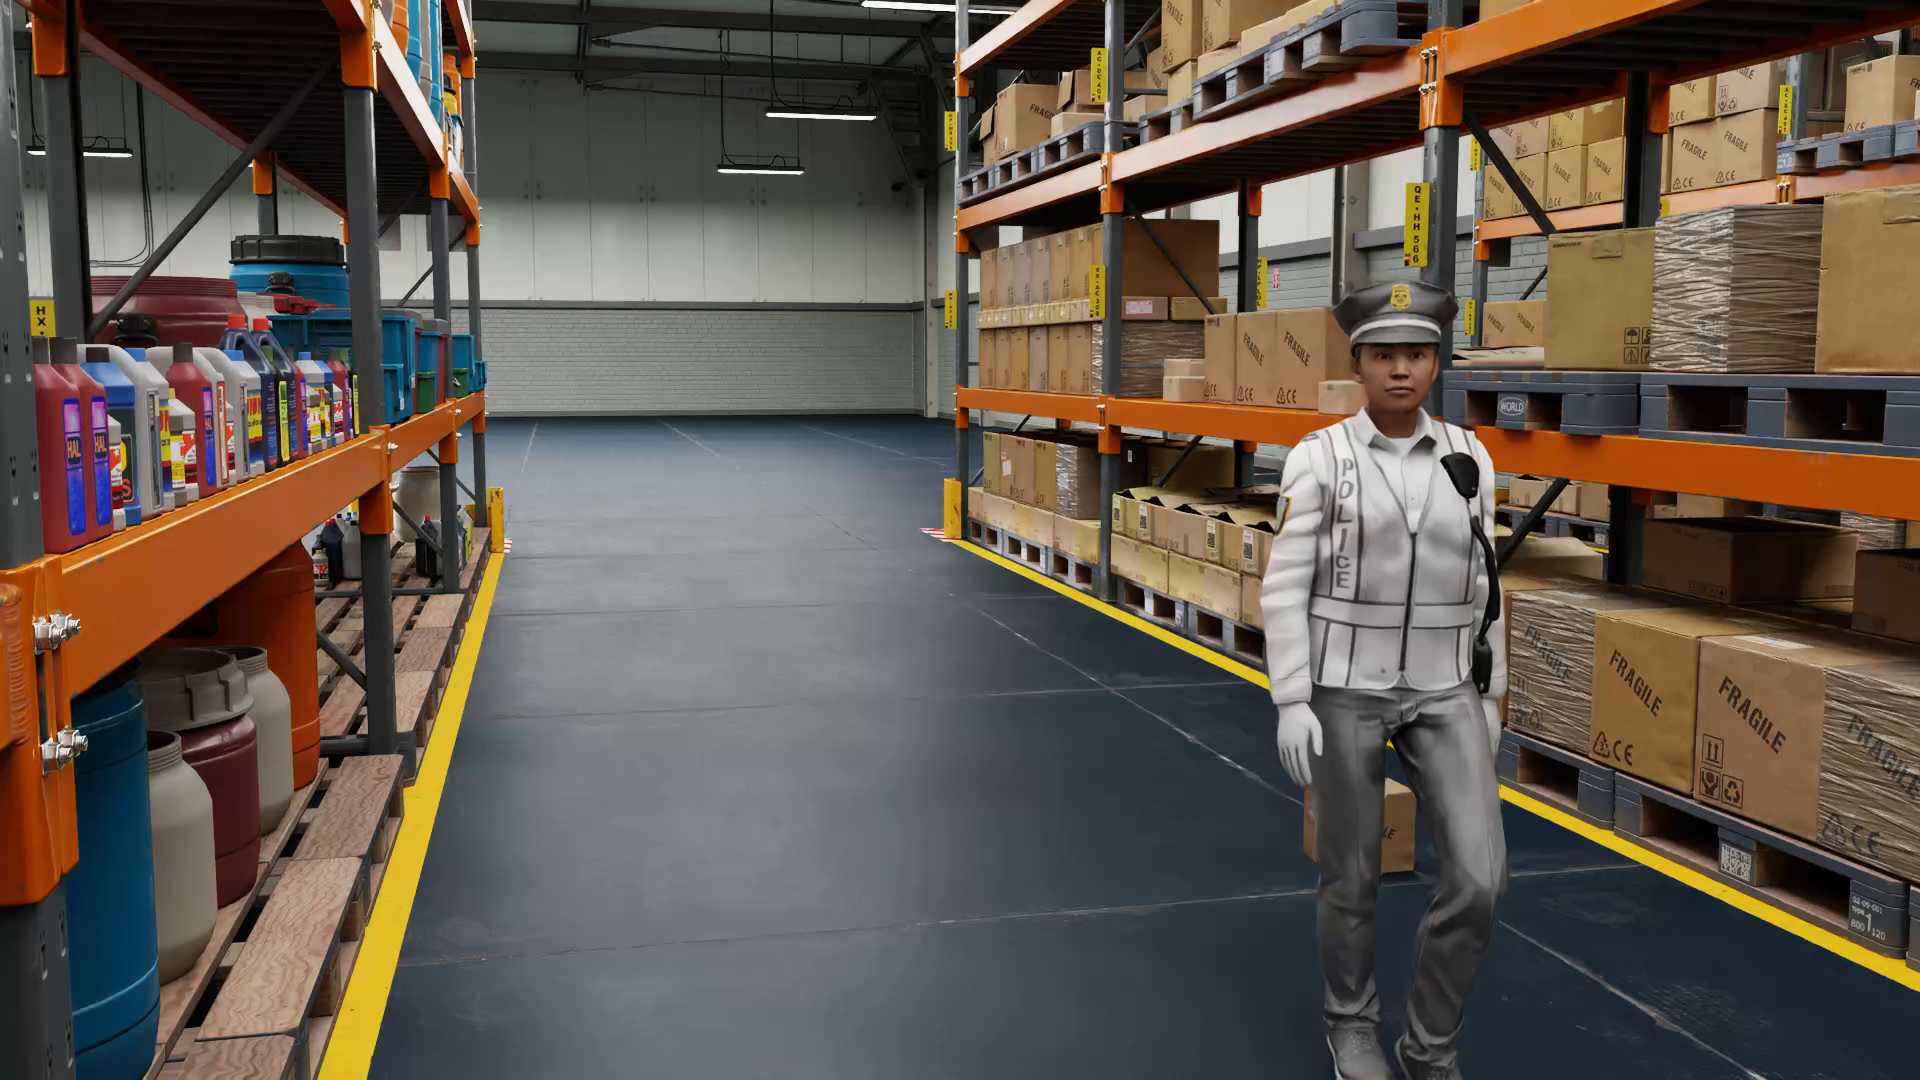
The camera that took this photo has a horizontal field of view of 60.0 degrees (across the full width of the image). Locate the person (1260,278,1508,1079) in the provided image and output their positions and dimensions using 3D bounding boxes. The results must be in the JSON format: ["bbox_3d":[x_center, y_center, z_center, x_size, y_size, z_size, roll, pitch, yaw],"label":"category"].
[{"bbox_3d":[0.866,0.349,3.356,0.526,1.734,0.506,0,6,2],"label":"person"}]
